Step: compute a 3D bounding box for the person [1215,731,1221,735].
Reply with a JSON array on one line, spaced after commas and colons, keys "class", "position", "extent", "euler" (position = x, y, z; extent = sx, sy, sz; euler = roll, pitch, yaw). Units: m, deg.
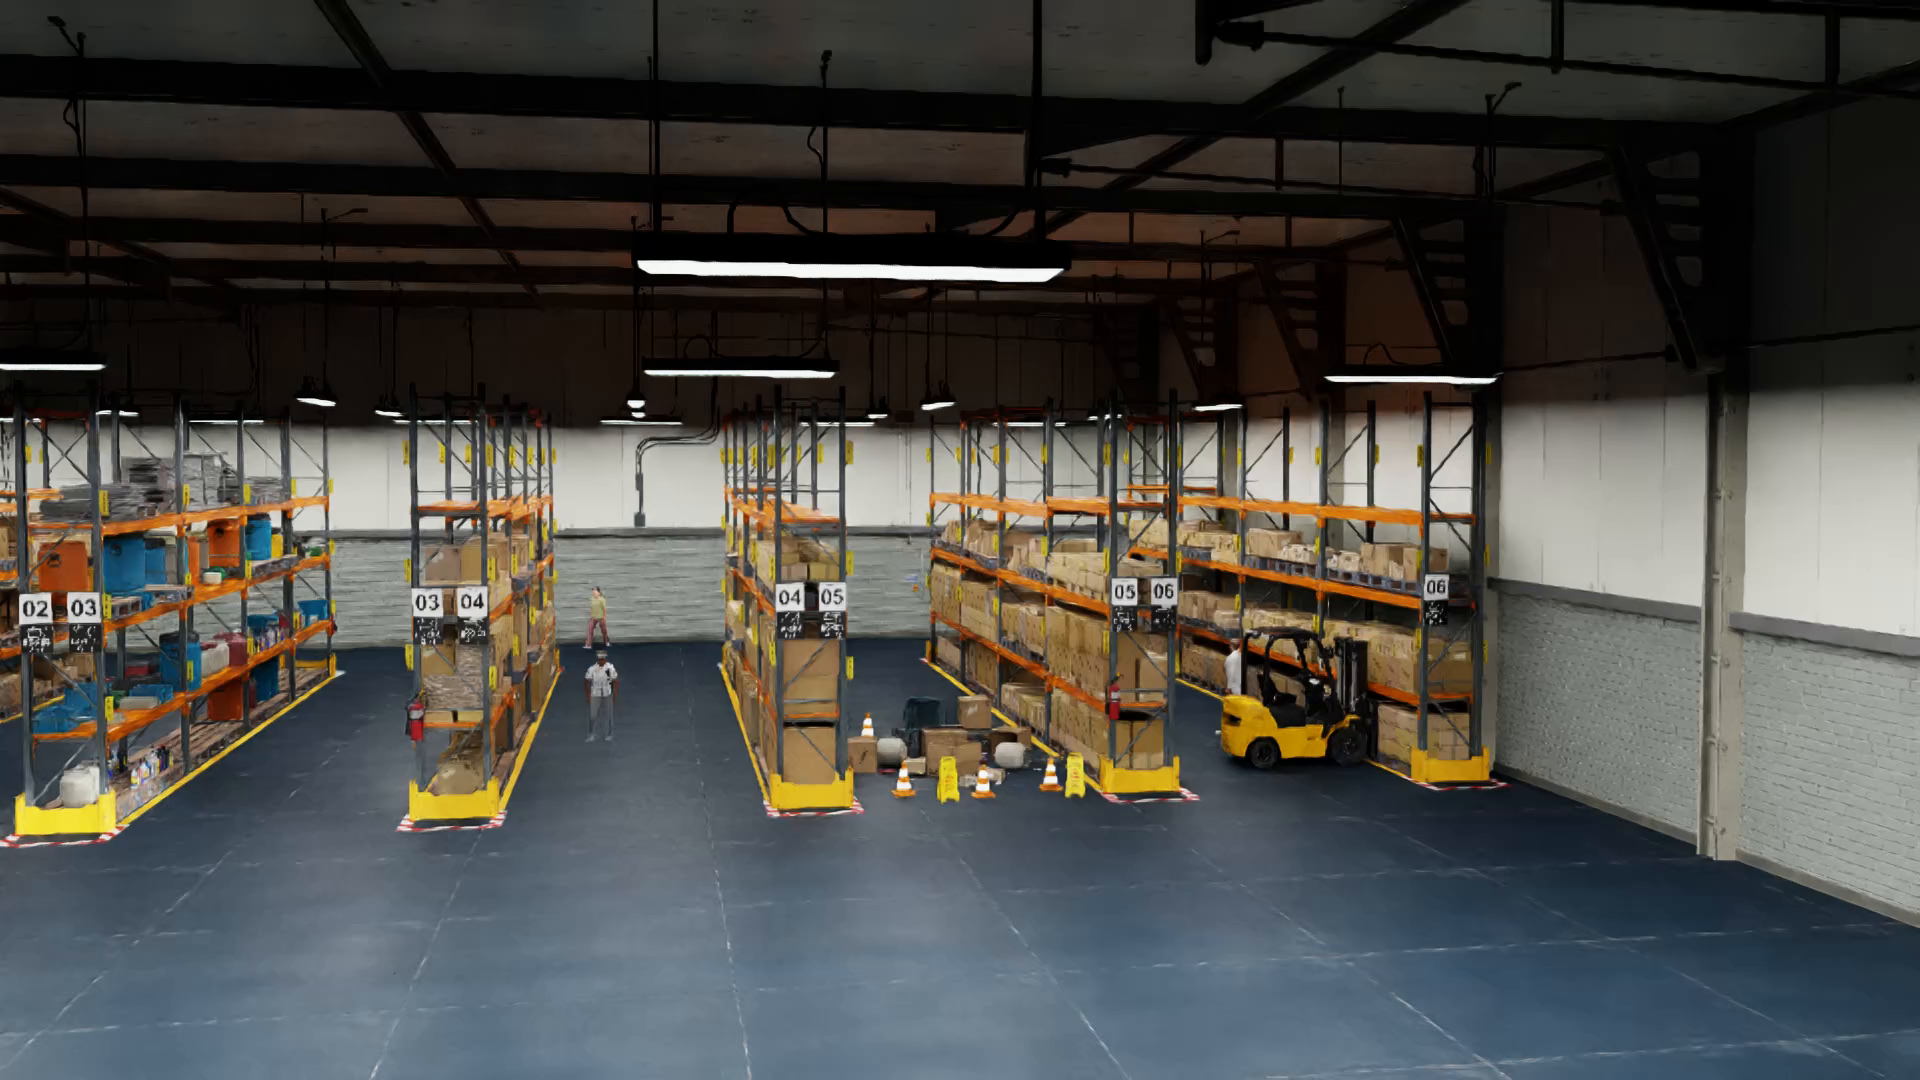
[{"class": "person", "position": [4.781, 3.430, 29.298], "extent": [0.623, 0.137, 0.508], "euler": [1, 3, 17]}]

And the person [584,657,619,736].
[{"class": "person", "position": [-6.286, 2.705, 29.152], "extent": [0.592, 1.524, 0.513], "euler": [-1, 3, -12]}]
